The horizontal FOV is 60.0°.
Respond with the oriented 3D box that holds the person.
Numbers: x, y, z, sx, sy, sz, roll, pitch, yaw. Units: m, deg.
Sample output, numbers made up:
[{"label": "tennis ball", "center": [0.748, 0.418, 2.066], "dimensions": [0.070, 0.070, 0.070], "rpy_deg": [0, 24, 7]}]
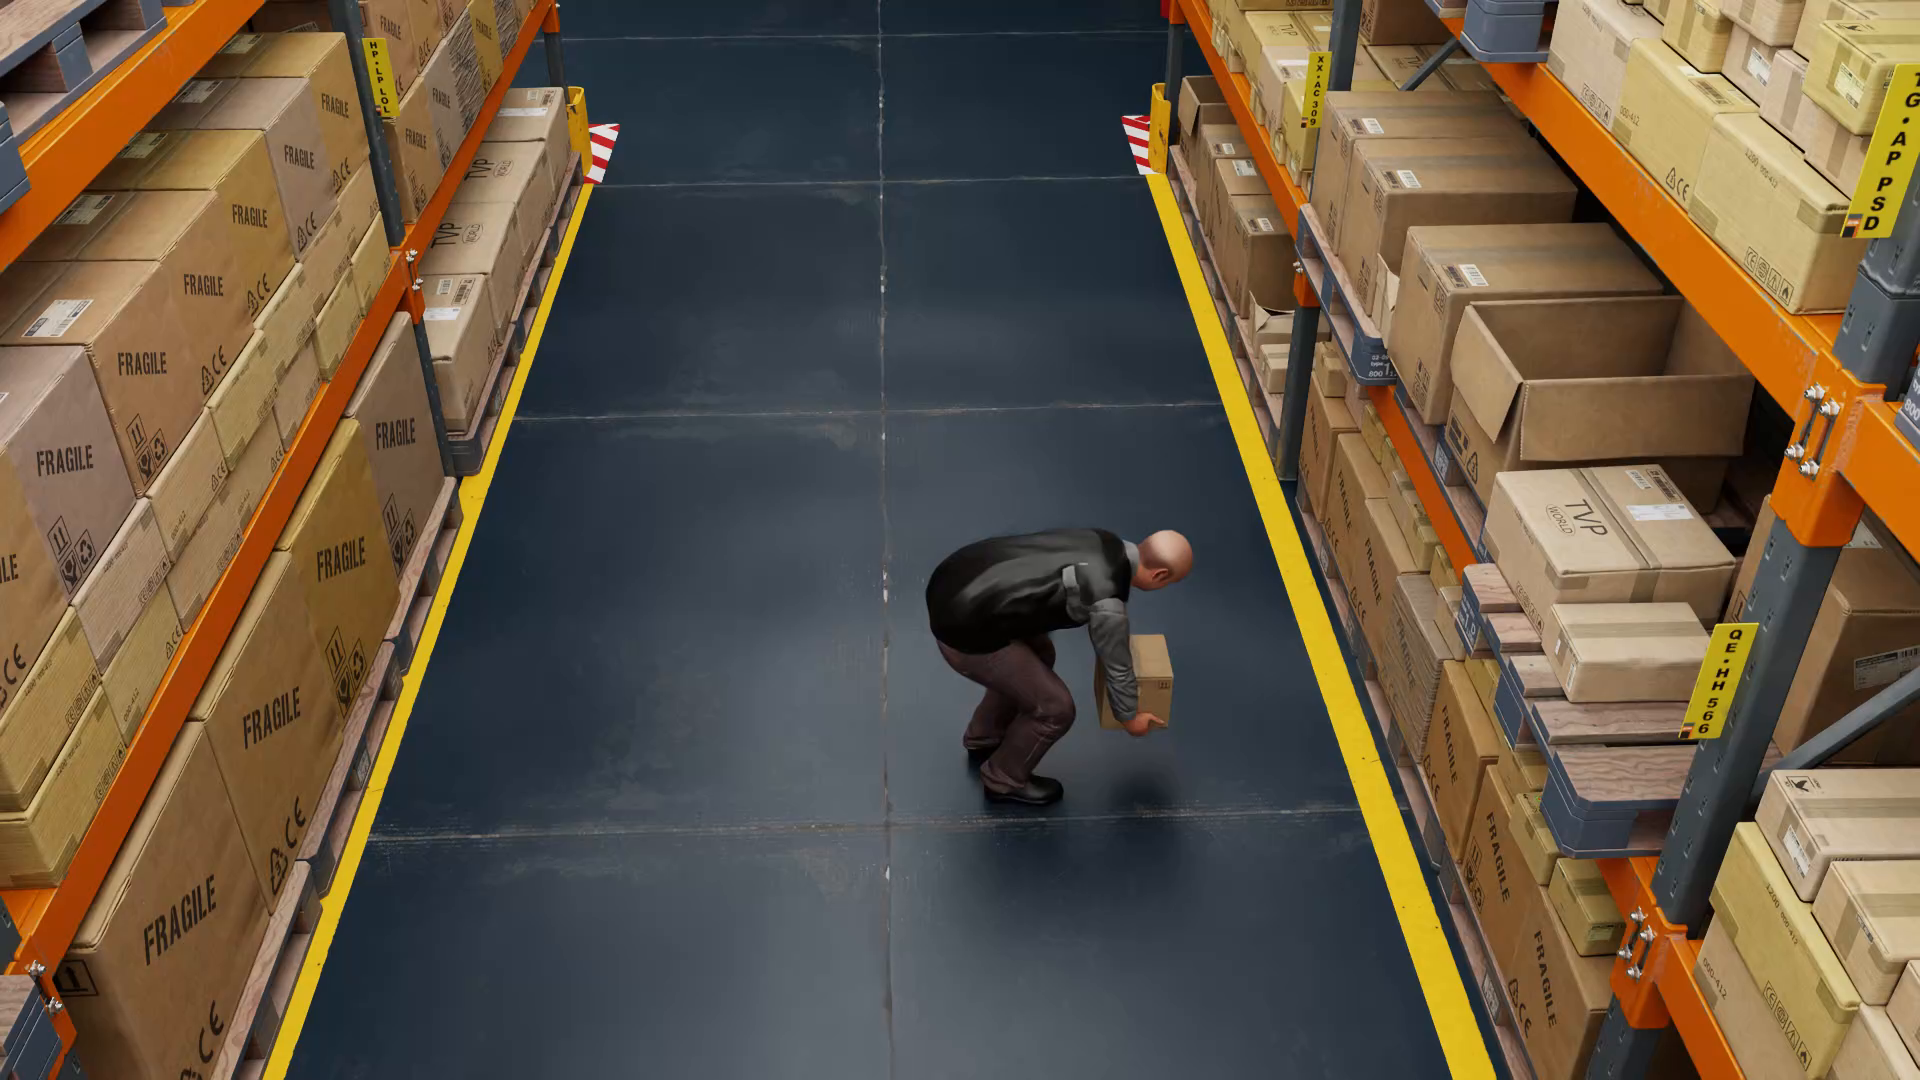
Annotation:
[{"label": "person", "center": [0.363, 0.411, 6.067], "dimensions": [0.937, 1.163, 0.476], "rpy_deg": [-3, 35, -4]}]
